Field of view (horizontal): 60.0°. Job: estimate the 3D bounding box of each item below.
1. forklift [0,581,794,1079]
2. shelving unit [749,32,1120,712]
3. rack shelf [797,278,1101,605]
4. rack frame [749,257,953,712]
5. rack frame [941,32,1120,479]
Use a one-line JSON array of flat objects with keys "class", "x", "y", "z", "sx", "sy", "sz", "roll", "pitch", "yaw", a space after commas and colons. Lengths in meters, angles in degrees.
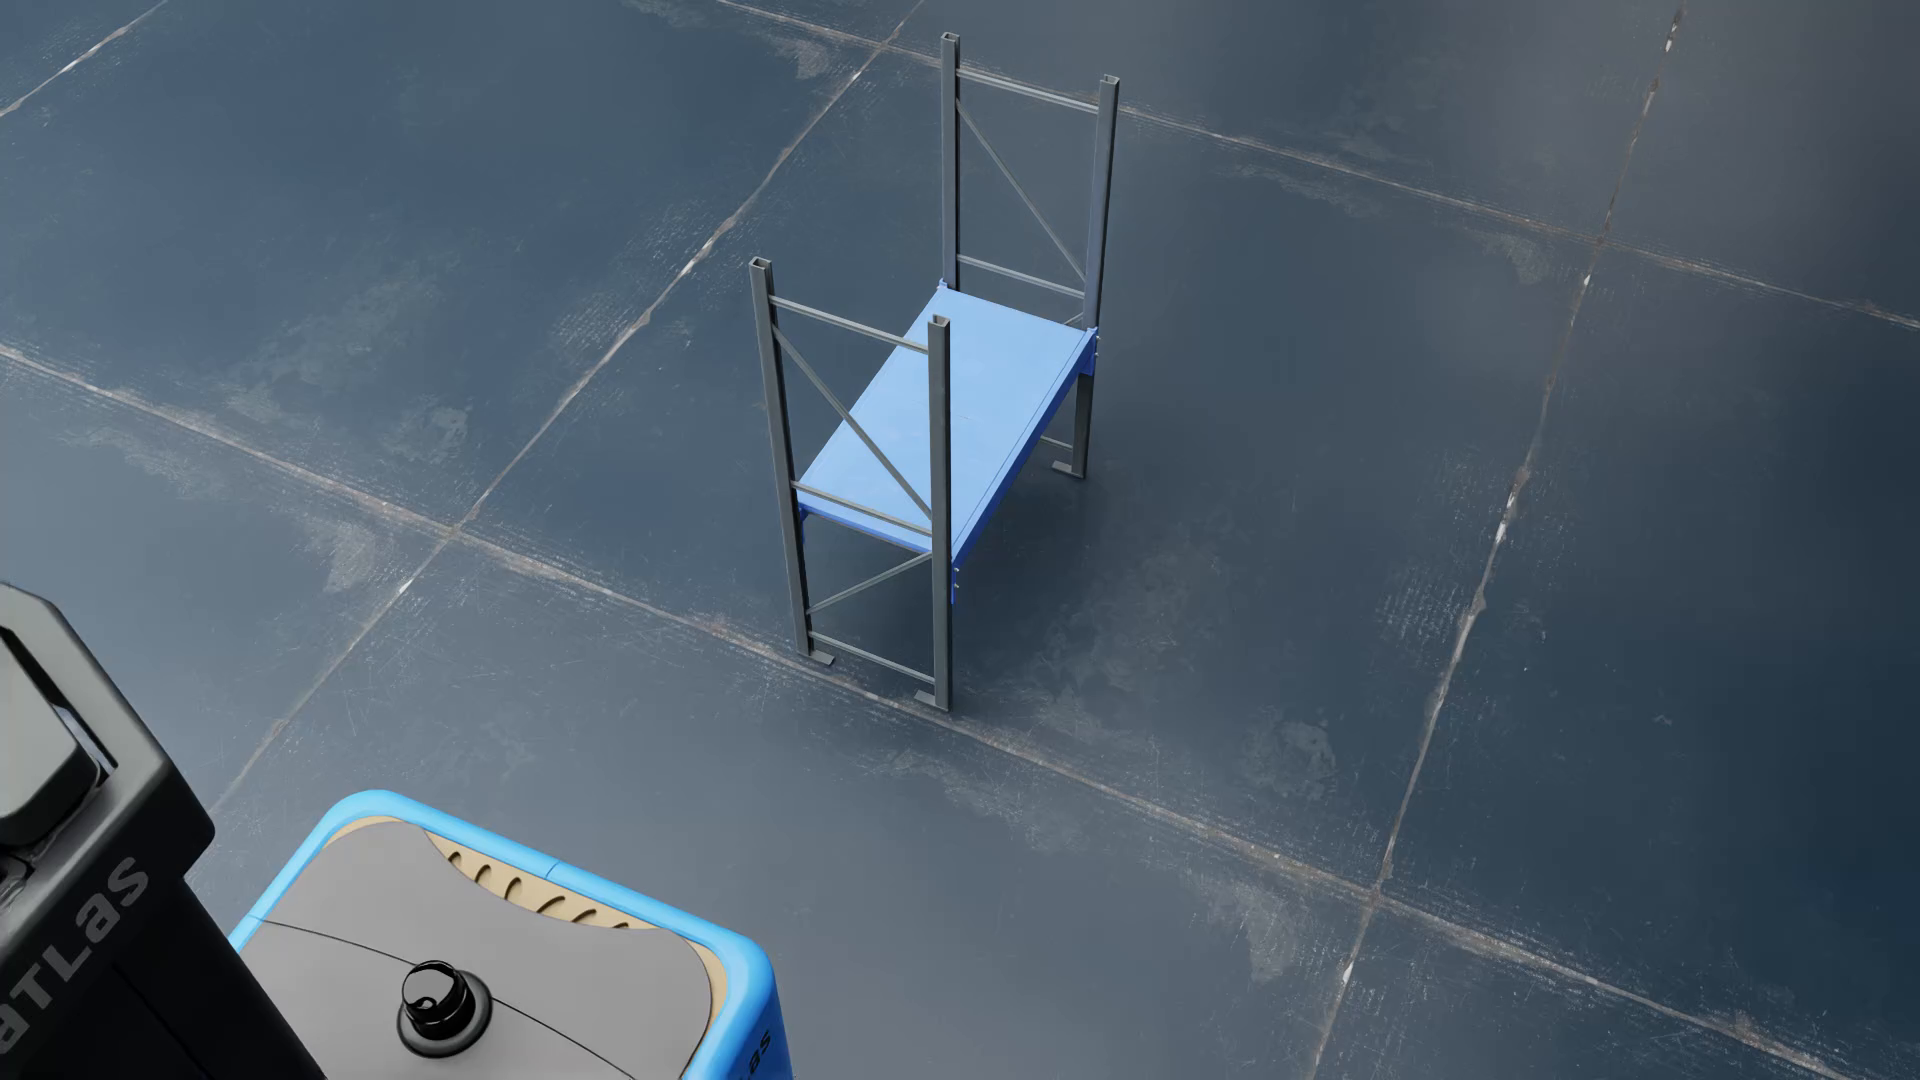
[{"class": "forklift", "x": -1.391, "y": 1.418, "z": 2.119, "sx": 1.130, "sy": 2.935, "sz": 3.031, "roll": 18, "pitch": 52, "yaw": 15}, {"class": "shelving unit", "x": -0.036, "y": -0.427, "z": 4.629, "sx": 0.538, "sy": 1.500, "sz": 1.048, "roll": 20, "pitch": 52, "yaw": 16}, {"class": "rack shelf", "x": -0.036, "y": -0.311, "z": 4.766, "sx": 0.538, "sy": 0.185, "sz": 1.000, "roll": 20, "pitch": 52, "yaw": 16}, {"class": "rack frame", "x": -0.254, "y": -0.077, "z": 4.331, "sx": 0.500, "sy": 1.500, "sz": 0.032, "roll": 20, "pitch": 52, "yaw": 16}, {"class": "rack frame", "x": 0.181, "y": -0.777, "z": 4.927, "sx": 0.500, "sy": 1.500, "sz": 0.032, "roll": 20, "pitch": 52, "yaw": 16}]
